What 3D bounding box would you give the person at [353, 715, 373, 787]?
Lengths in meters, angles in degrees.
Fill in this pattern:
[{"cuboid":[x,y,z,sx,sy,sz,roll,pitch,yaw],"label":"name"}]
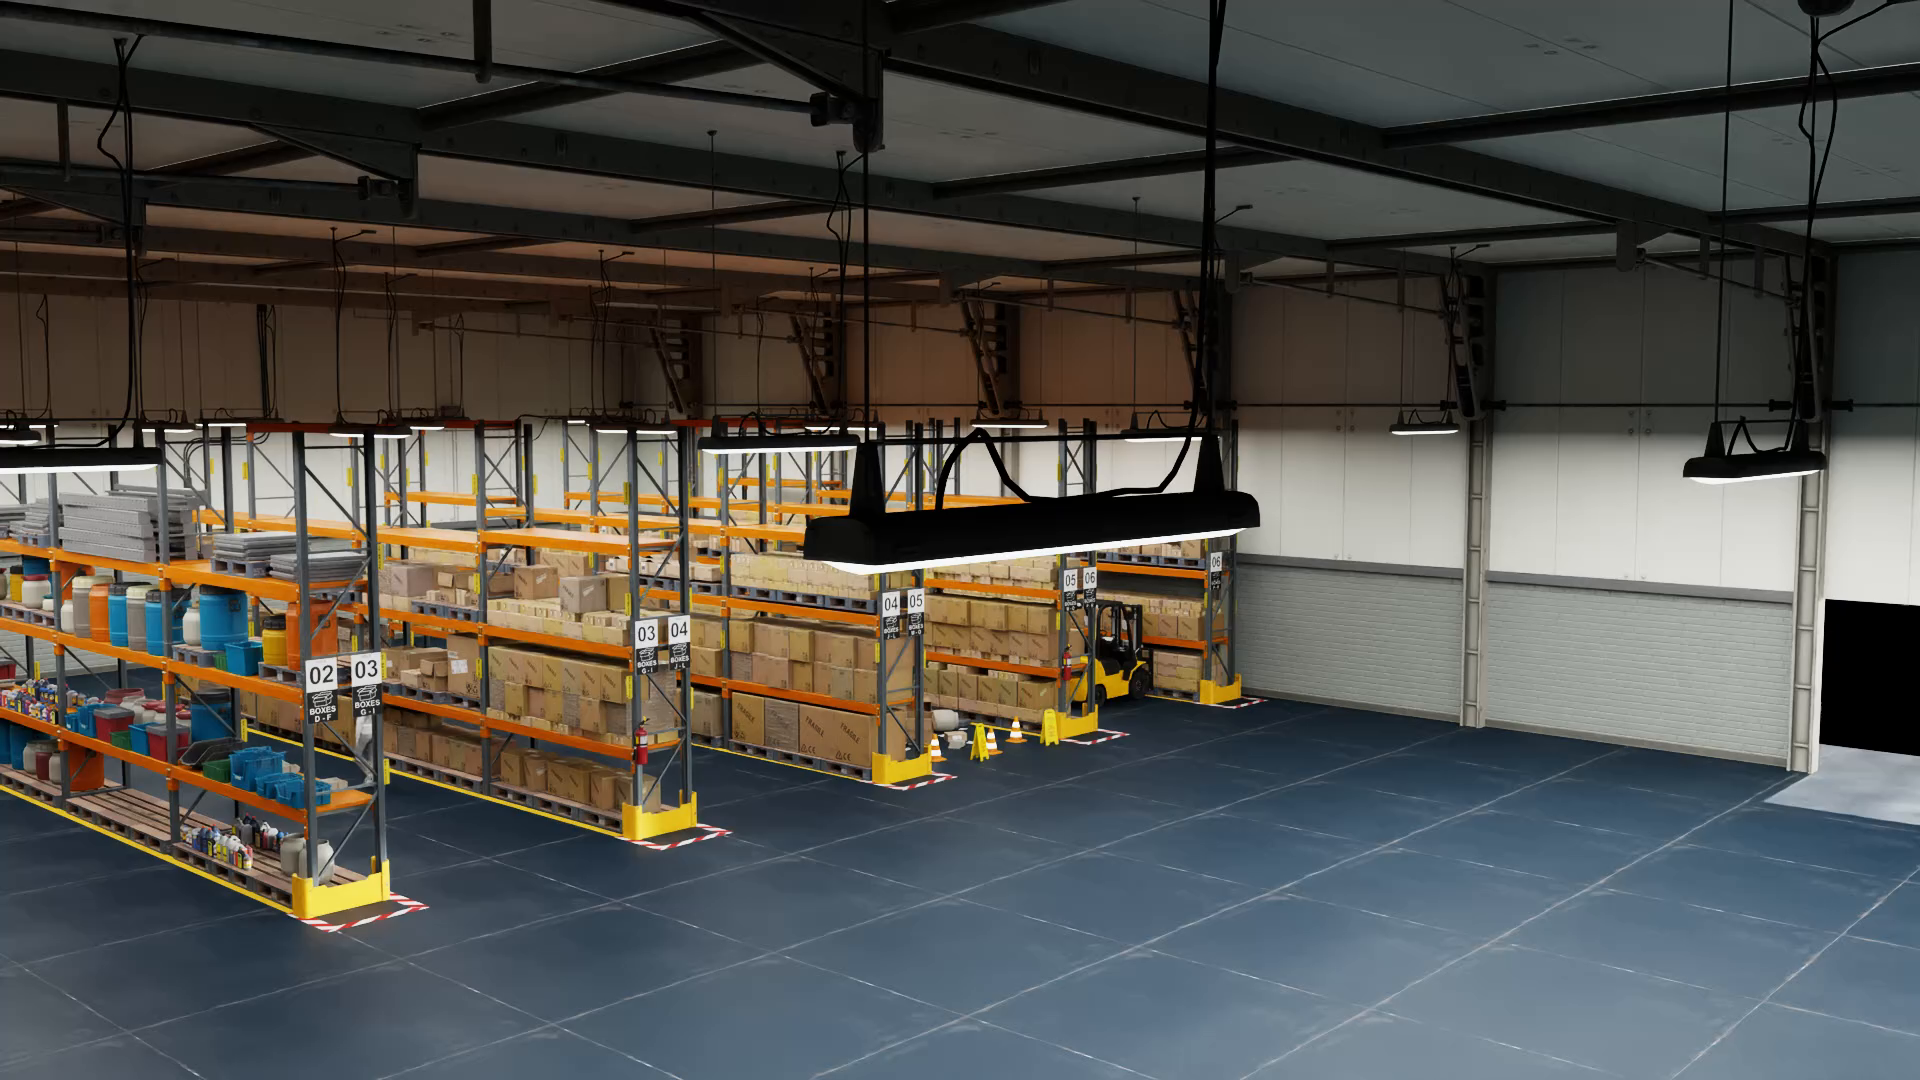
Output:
[{"cuboid":[-9.736,3.248,27.438,0.426,1.672,0.520,3,6,35],"label":"person"}]
